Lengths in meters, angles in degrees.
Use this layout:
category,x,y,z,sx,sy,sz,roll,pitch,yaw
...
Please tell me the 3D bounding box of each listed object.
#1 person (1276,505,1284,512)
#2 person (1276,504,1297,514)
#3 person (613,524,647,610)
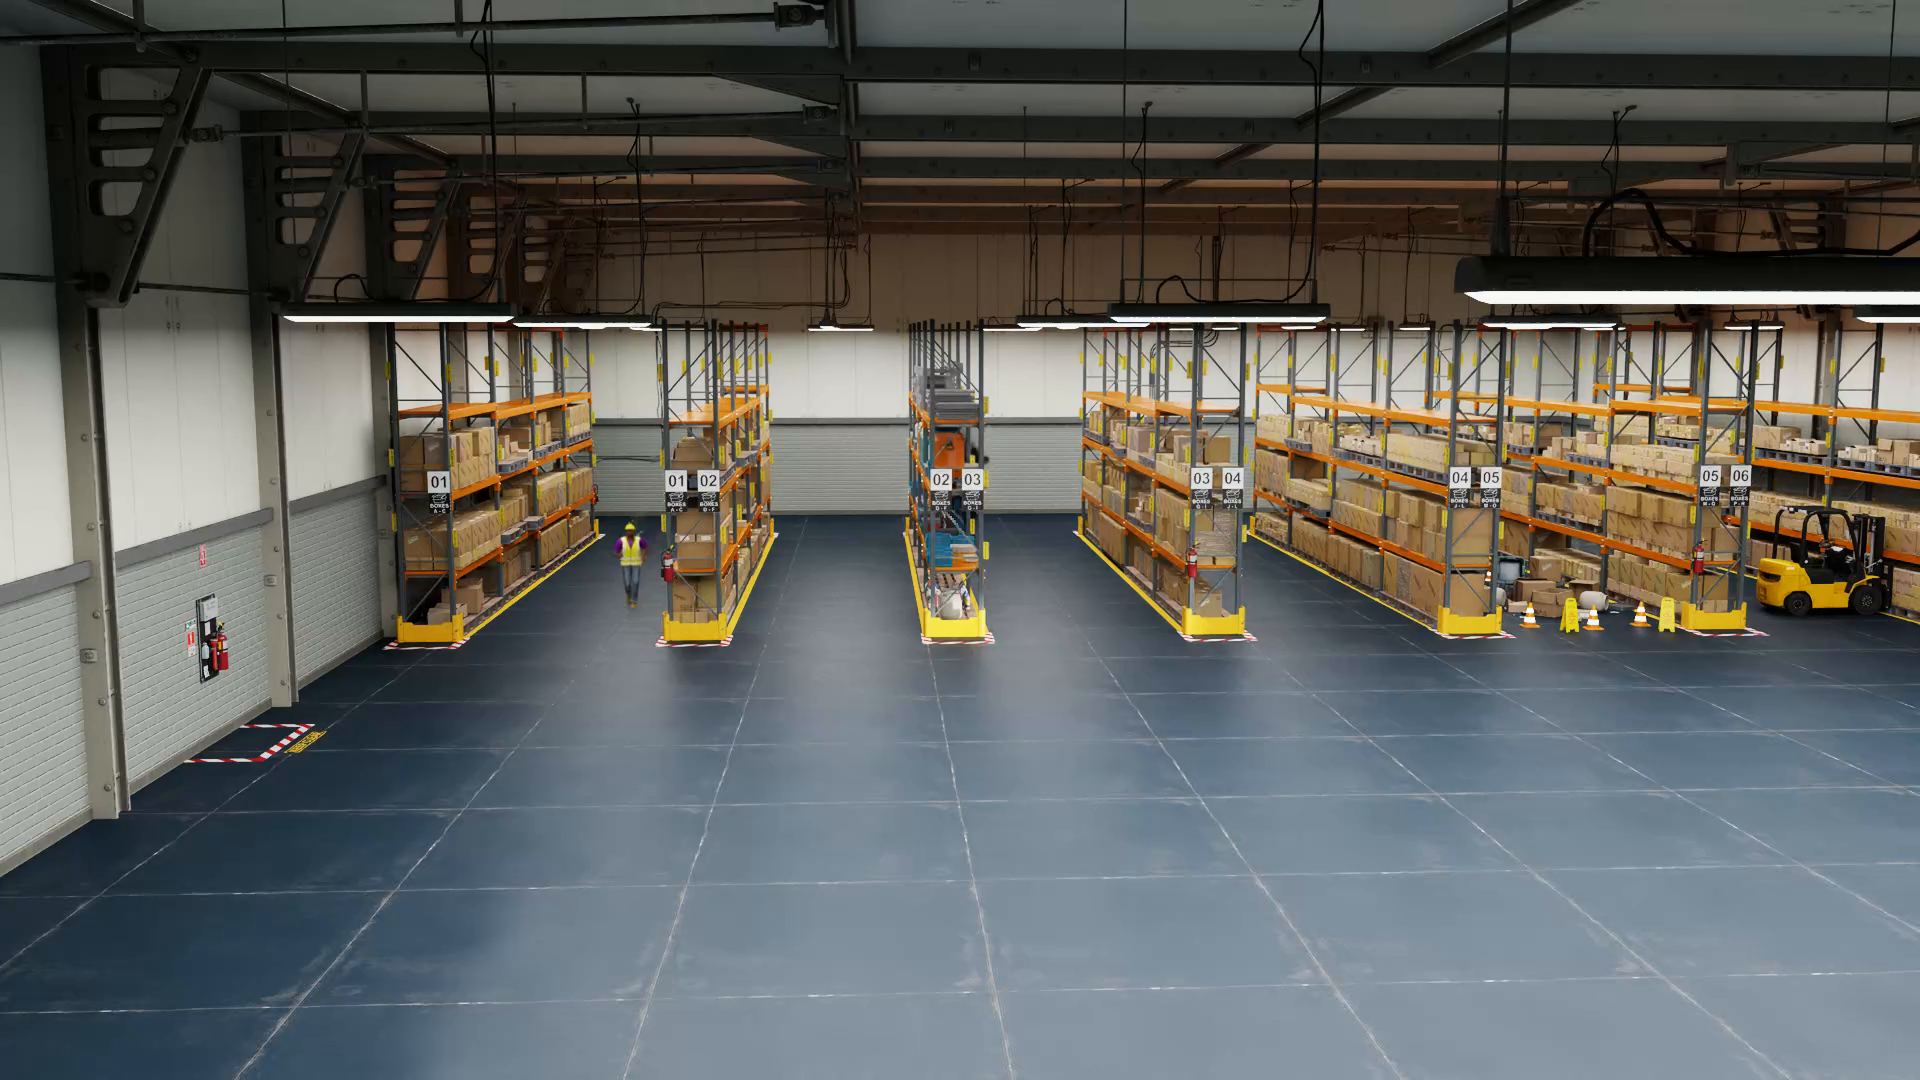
category,x,y,z,sx,sy,sz,roll,pitch,yaw
person,9.512,-1.120,48.960,0.517,1.597,0.596,4,8,32
person,9.755,-1.201,49.352,0.778,1.755,0.641,-1,7,-5
person,-6.871,0.531,34.691,0.703,1.739,1.007,-1,7,-10
